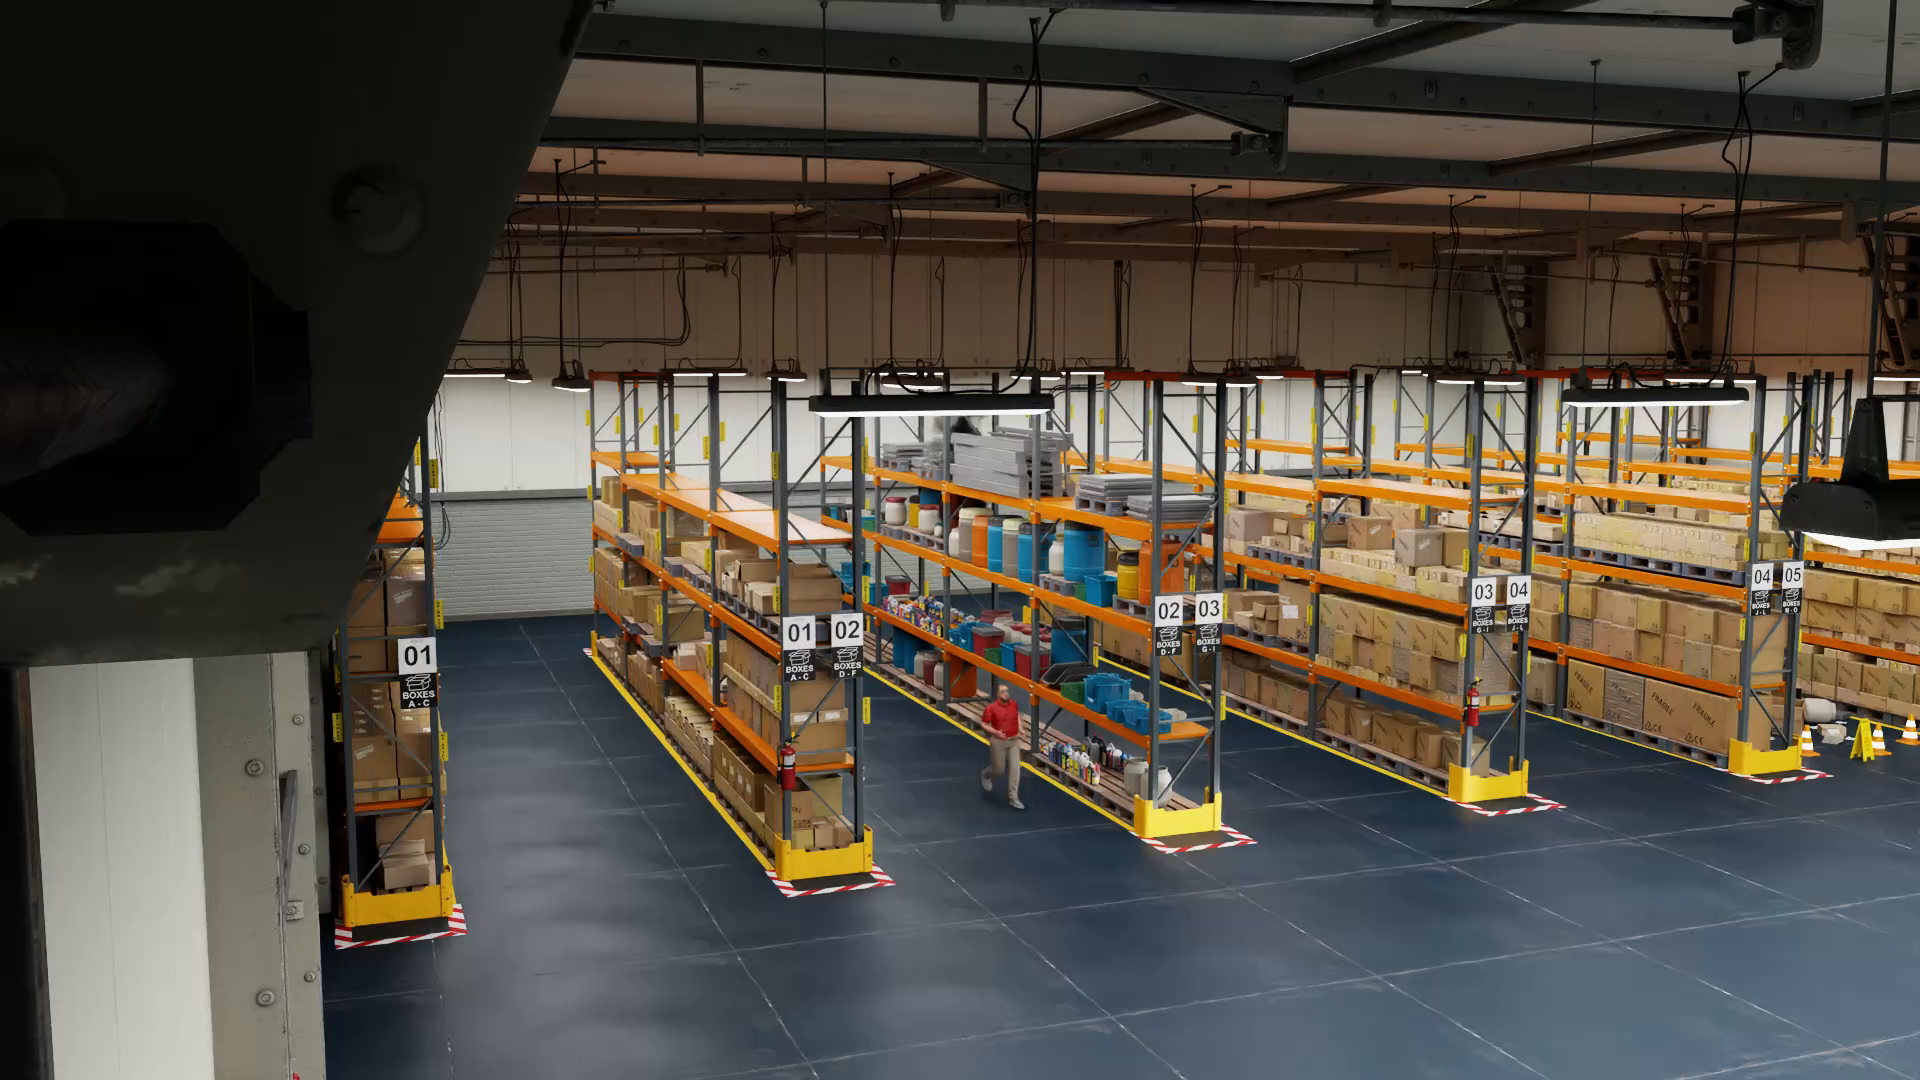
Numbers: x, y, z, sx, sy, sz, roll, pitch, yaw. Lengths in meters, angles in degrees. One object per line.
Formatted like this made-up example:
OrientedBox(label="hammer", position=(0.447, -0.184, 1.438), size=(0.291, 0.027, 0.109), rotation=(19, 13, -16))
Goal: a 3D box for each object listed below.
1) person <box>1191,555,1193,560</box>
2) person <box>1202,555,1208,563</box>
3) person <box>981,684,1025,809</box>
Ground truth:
OrientedBox(label="person", position=(5.419, 1.163, 38.687), size=(0.702, 1.714, 0.670), rotation=(-1, 7, -12))
OrientedBox(label="person", position=(6.013, 0.961, 41.201), size=(0.743, 1.589, 0.560), rotation=(-3, 7, -22))
OrientedBox(label="person", position=(0.635, 2.872, 23.443), size=(0.678, 1.690, 0.992), rotation=(-3, 7, -25))
